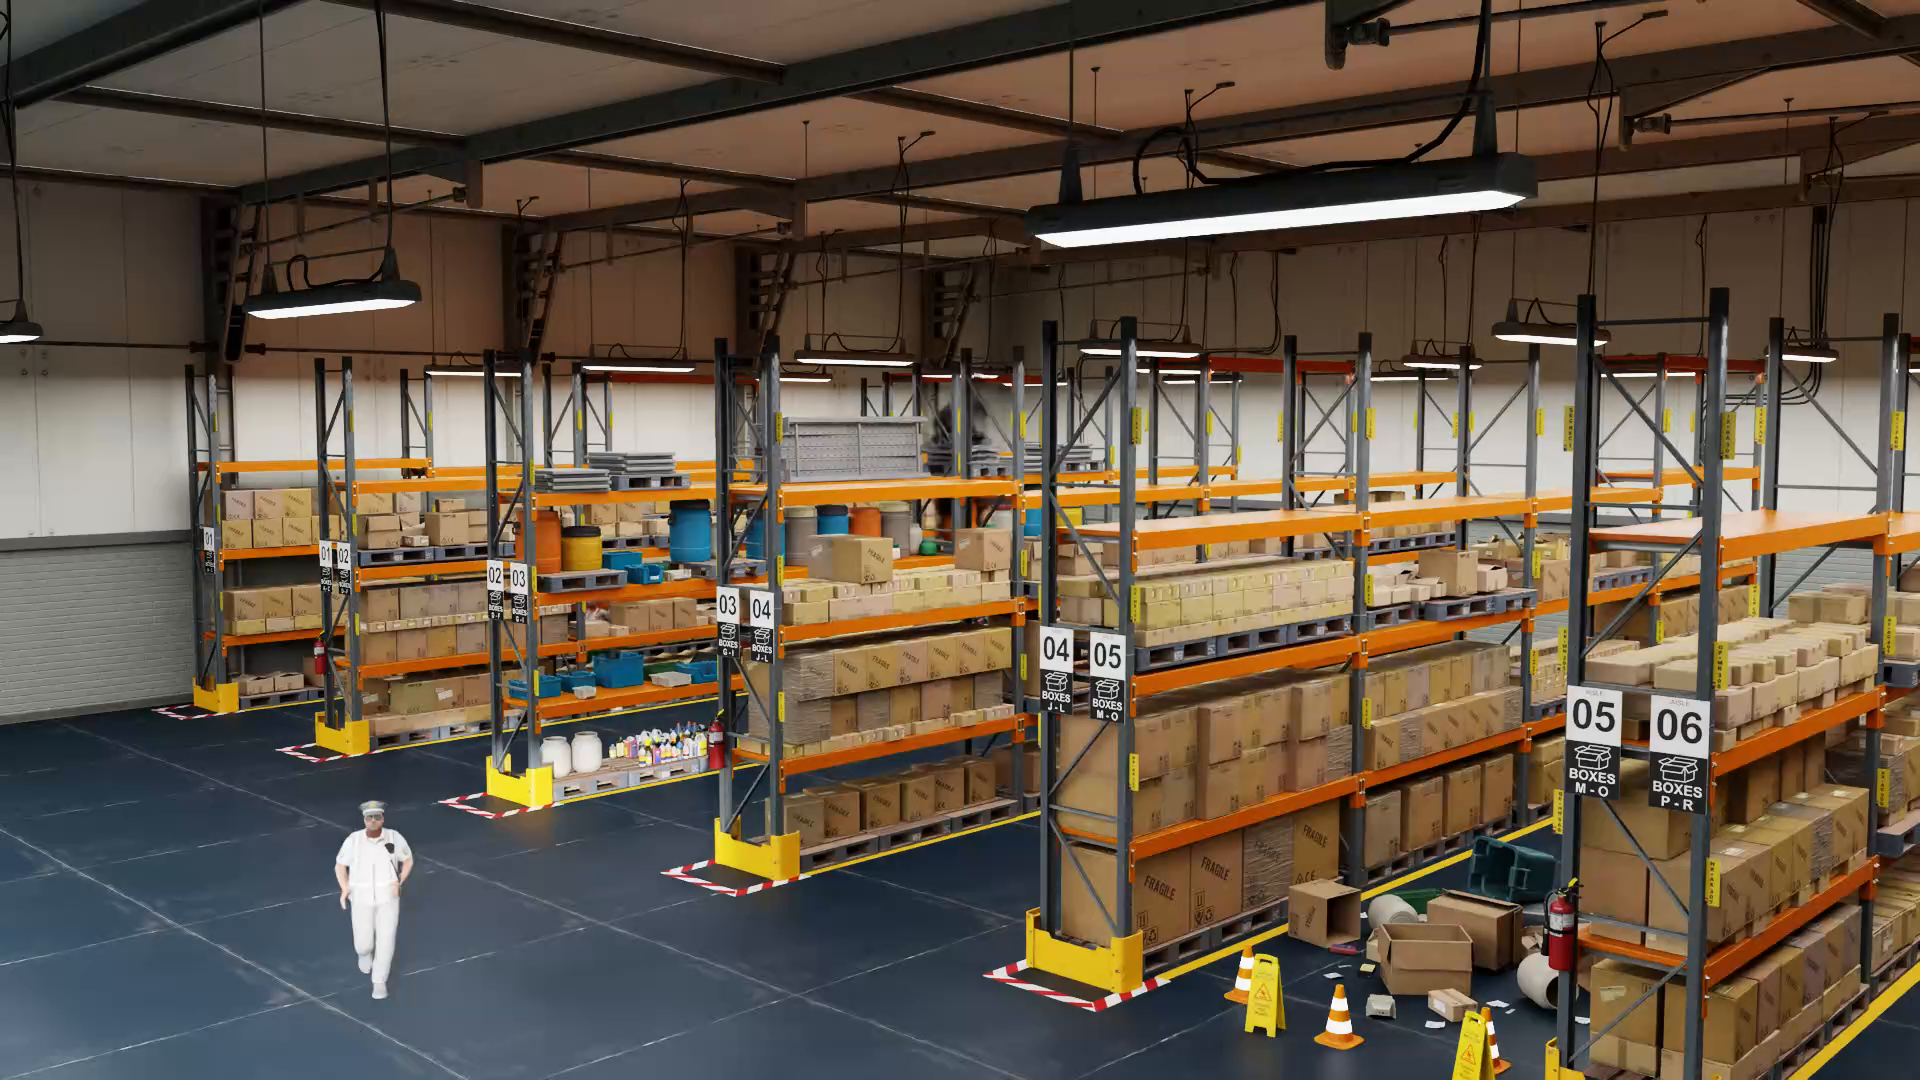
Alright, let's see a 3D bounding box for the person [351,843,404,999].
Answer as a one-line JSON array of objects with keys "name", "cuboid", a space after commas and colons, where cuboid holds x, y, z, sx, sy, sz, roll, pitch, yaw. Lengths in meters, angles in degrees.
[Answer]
[{"name": "person", "cuboid": [-5.202, 3.355, 14.861, 0.441, 1.365, 0.581, -2, 5, -20]}]
